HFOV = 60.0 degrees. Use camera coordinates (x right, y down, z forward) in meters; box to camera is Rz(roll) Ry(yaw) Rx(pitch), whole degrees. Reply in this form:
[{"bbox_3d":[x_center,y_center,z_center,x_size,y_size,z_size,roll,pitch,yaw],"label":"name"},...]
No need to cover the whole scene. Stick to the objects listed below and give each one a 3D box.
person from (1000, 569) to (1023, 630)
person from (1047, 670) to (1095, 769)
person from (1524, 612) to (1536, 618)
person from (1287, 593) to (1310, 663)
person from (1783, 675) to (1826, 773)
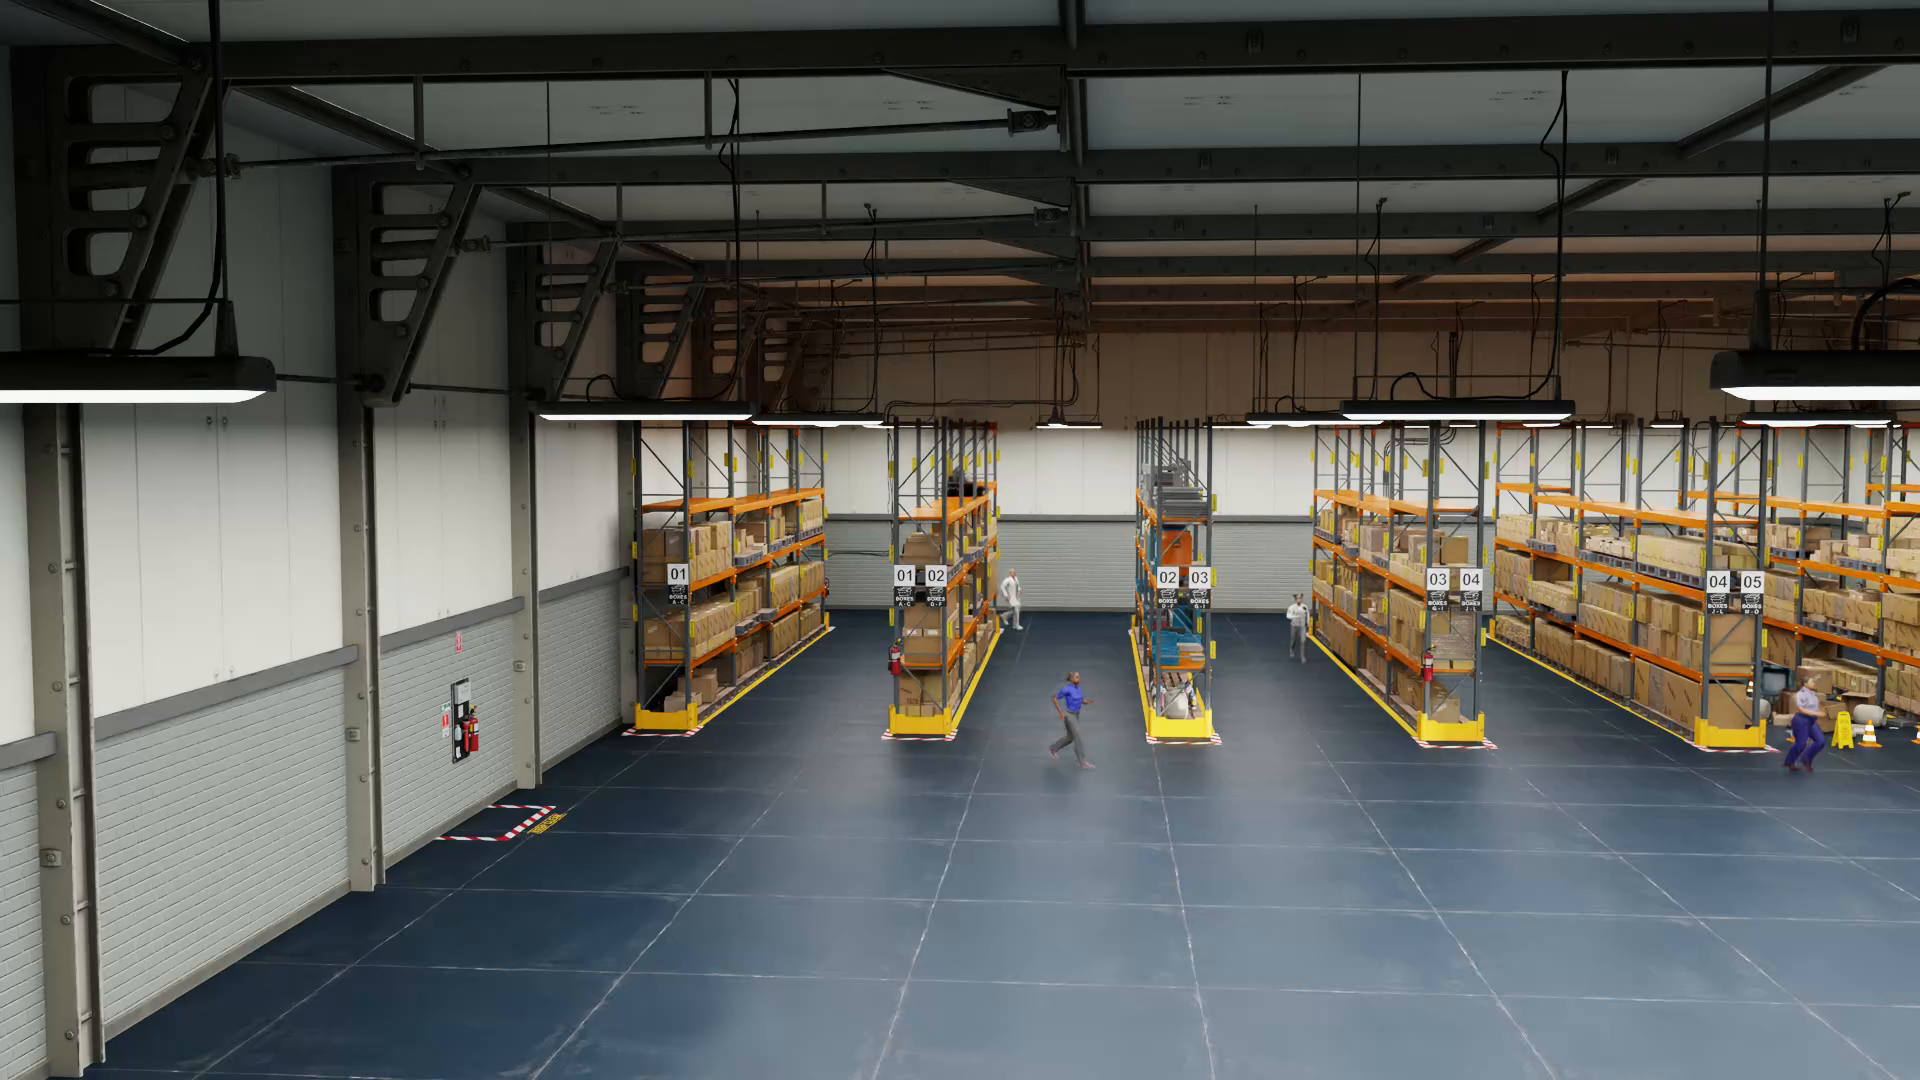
[{"bbox_3d":[1.509,1.709,48.238,0.797,1.754,0.754,3,5,36],"label":"person"},{"bbox_3d":[1.885,3.027,28.220,0.920,1.646,0.574,2,4,31],"label":"person"},{"bbox_3d":[16.366,1.855,47.382,0.767,1.546,0.551,-3,5,-36],"label":"person"},{"bbox_3d":[8.422,2.160,41.345,0.615,1.696,0.913,0,4,0],"label":"person"},{"bbox_3d":[14.205,3.097,27.885,0.621,1.672,0.677,-3,5,-37],"label":"person"}]
